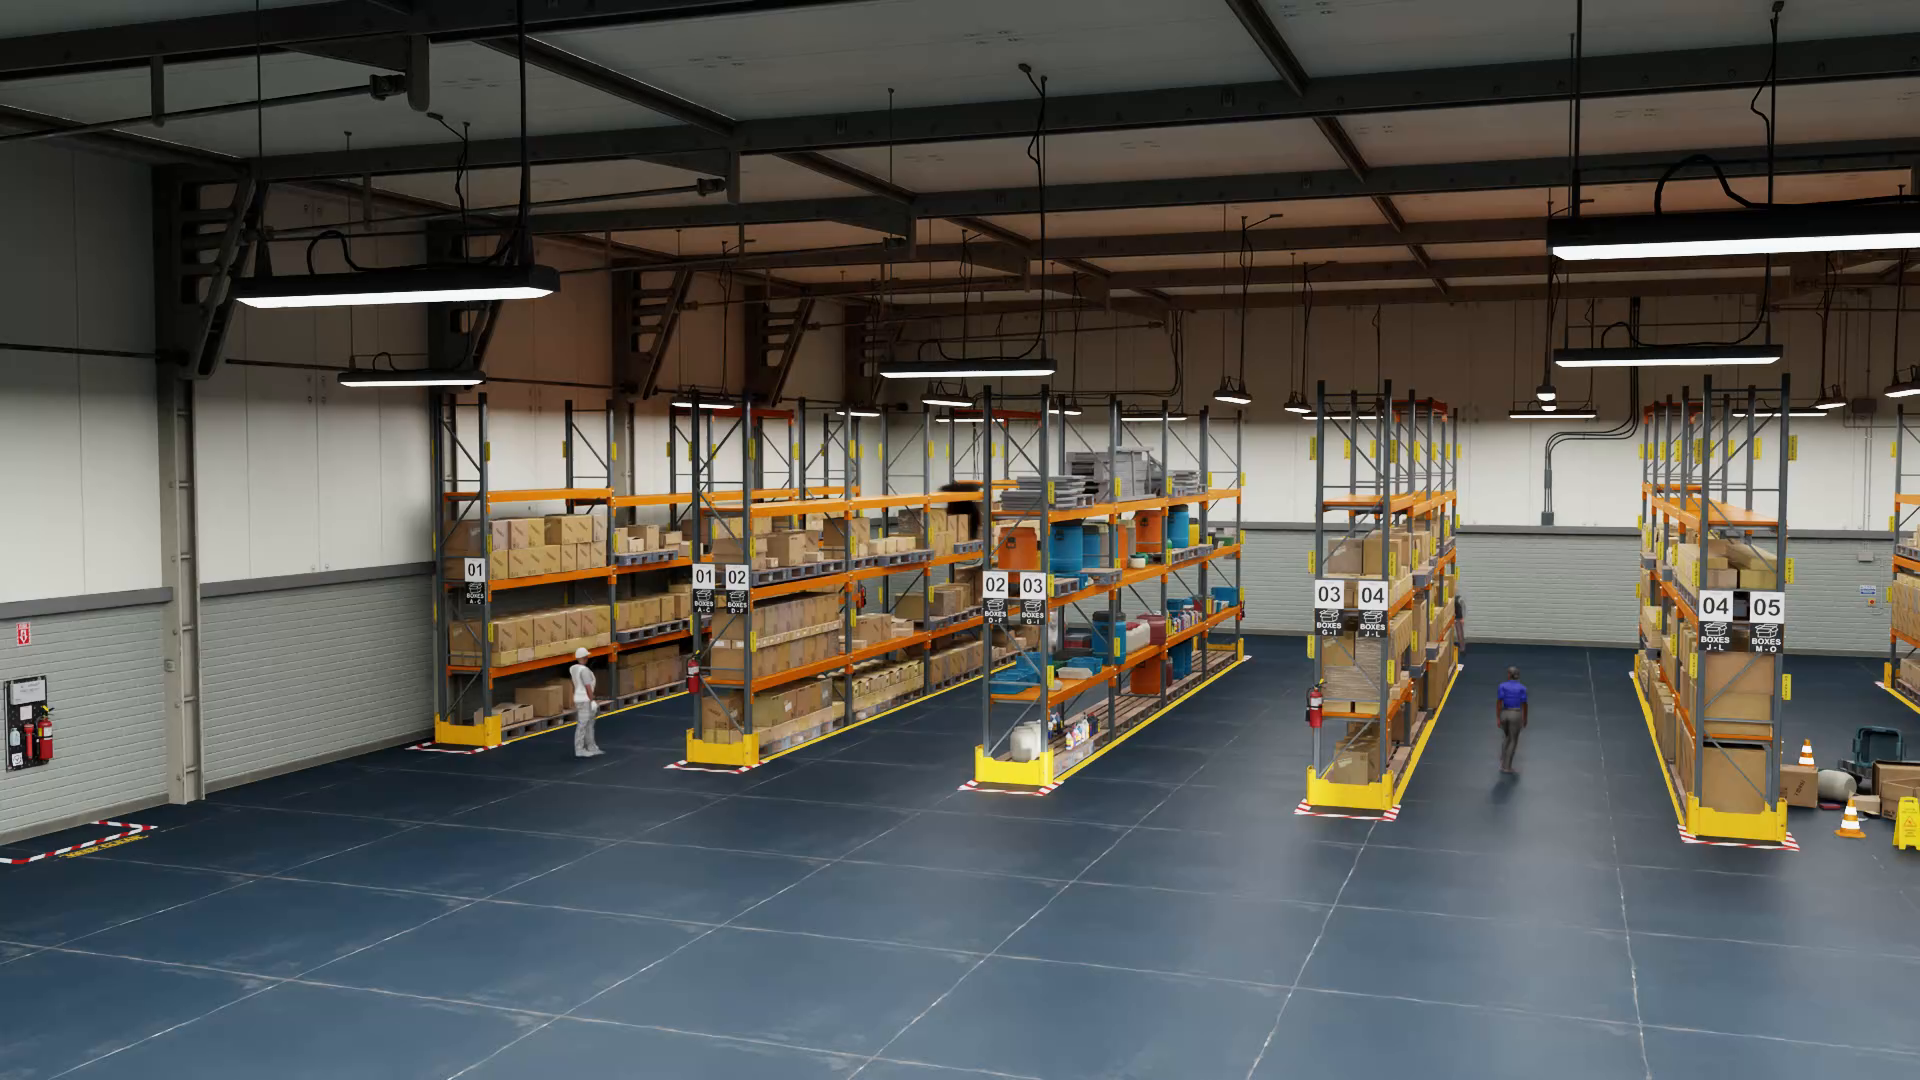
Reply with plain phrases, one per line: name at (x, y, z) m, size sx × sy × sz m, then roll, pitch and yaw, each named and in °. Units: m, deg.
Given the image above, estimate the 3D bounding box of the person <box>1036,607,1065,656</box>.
person at (1.888, 2.126, 34.465) m, size 0.578 × 1.846 × 0.611 m, roll -1°, pitch 3°, yaw -23°

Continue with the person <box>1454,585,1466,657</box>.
person at (12.145, 1.980, 40.852) m, size 0.567 × 1.737 × 0.443 m, roll 2°, pitch 4°, yaw 33°

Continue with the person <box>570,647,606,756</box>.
person at (-6.112, 2.671, 27.313) m, size 0.578 × 1.822 × 0.553 m, roll -1°, pitch 3°, yaw -12°

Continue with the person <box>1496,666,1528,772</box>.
person at (8.609, 2.810, 25.868) m, size 0.462 × 1.673 × 0.433 m, roll -2°, pitch 4°, yaw -35°
